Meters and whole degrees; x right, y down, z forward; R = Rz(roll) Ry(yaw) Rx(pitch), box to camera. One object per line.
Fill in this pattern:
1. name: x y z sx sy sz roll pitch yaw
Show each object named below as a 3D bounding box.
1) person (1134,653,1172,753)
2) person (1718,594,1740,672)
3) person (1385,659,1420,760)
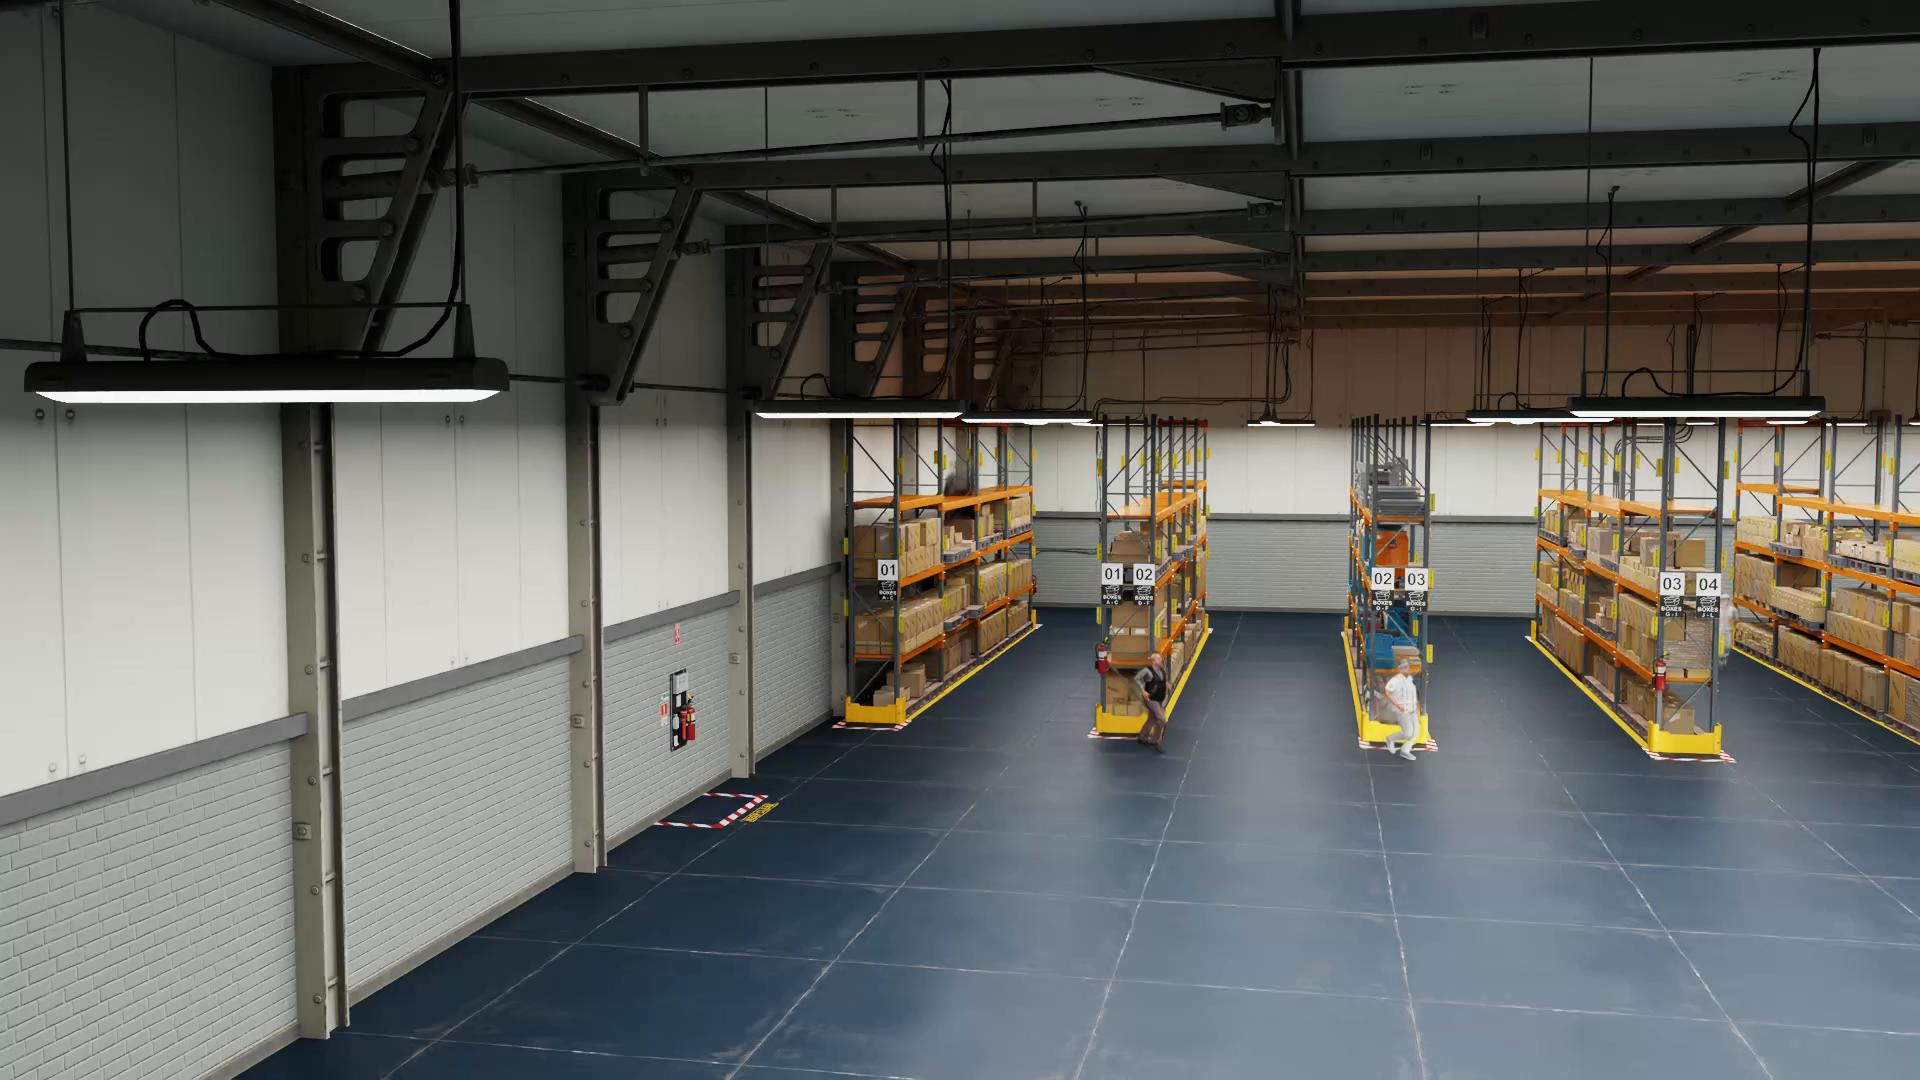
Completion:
1. person: 3.450 2.892 29.621 0.732 1.764 0.645 3 5 42
2. person: 18.153 2.187 39.508 0.653 1.829 0.795 1 4 15
3. person: 7.710 2.935 28.951 0.681 1.744 0.564 -3 5 -38
